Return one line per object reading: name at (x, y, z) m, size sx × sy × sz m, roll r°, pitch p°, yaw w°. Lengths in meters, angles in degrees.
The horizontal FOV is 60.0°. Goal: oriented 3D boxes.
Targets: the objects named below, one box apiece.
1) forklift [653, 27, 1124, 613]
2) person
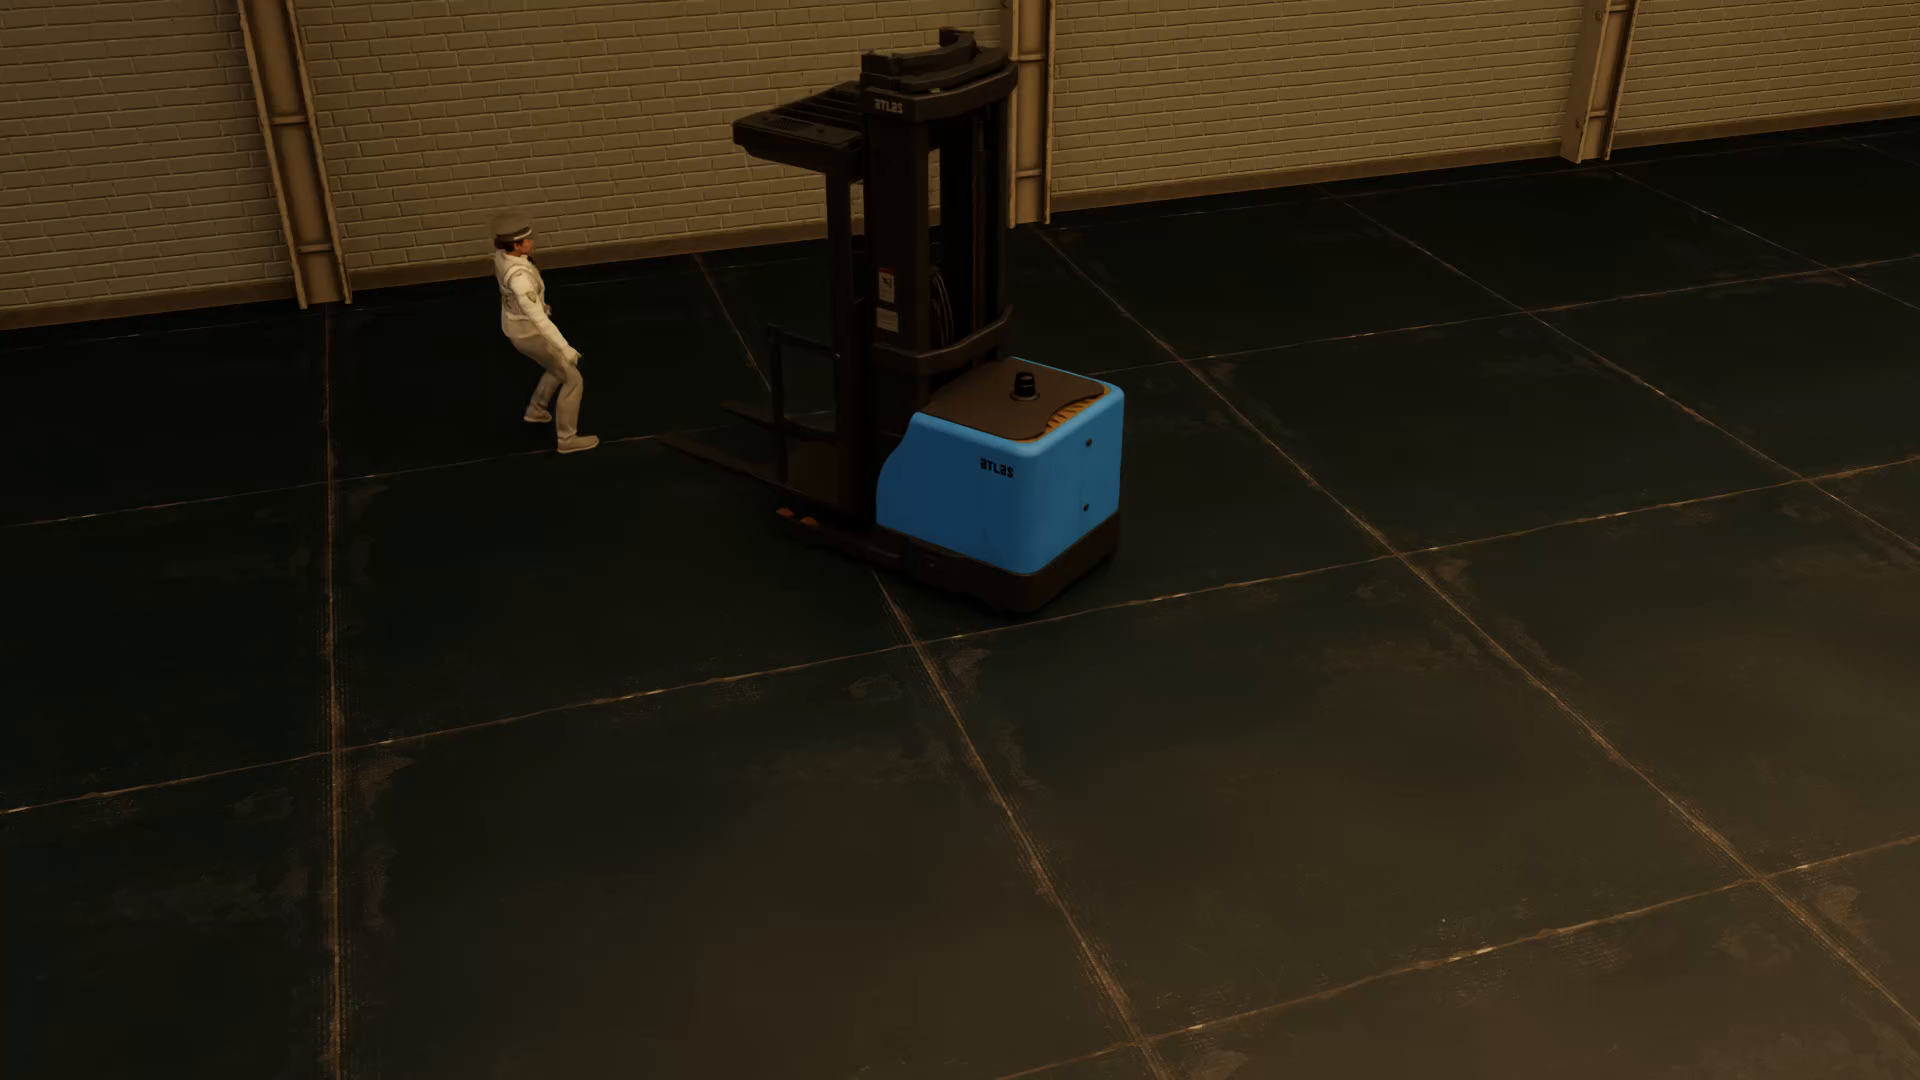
forklift at (-0.554, -1.435, 9.582) m, size 3.031 × 2.935 × 1.130 m, roll 20°, pitch 35°, yaw 30°
person at (-2.713, -1.366, 10.820) m, size 0.473 × 1.570 × 0.758 m, roll -13°, pitch 32°, yaw -21°
